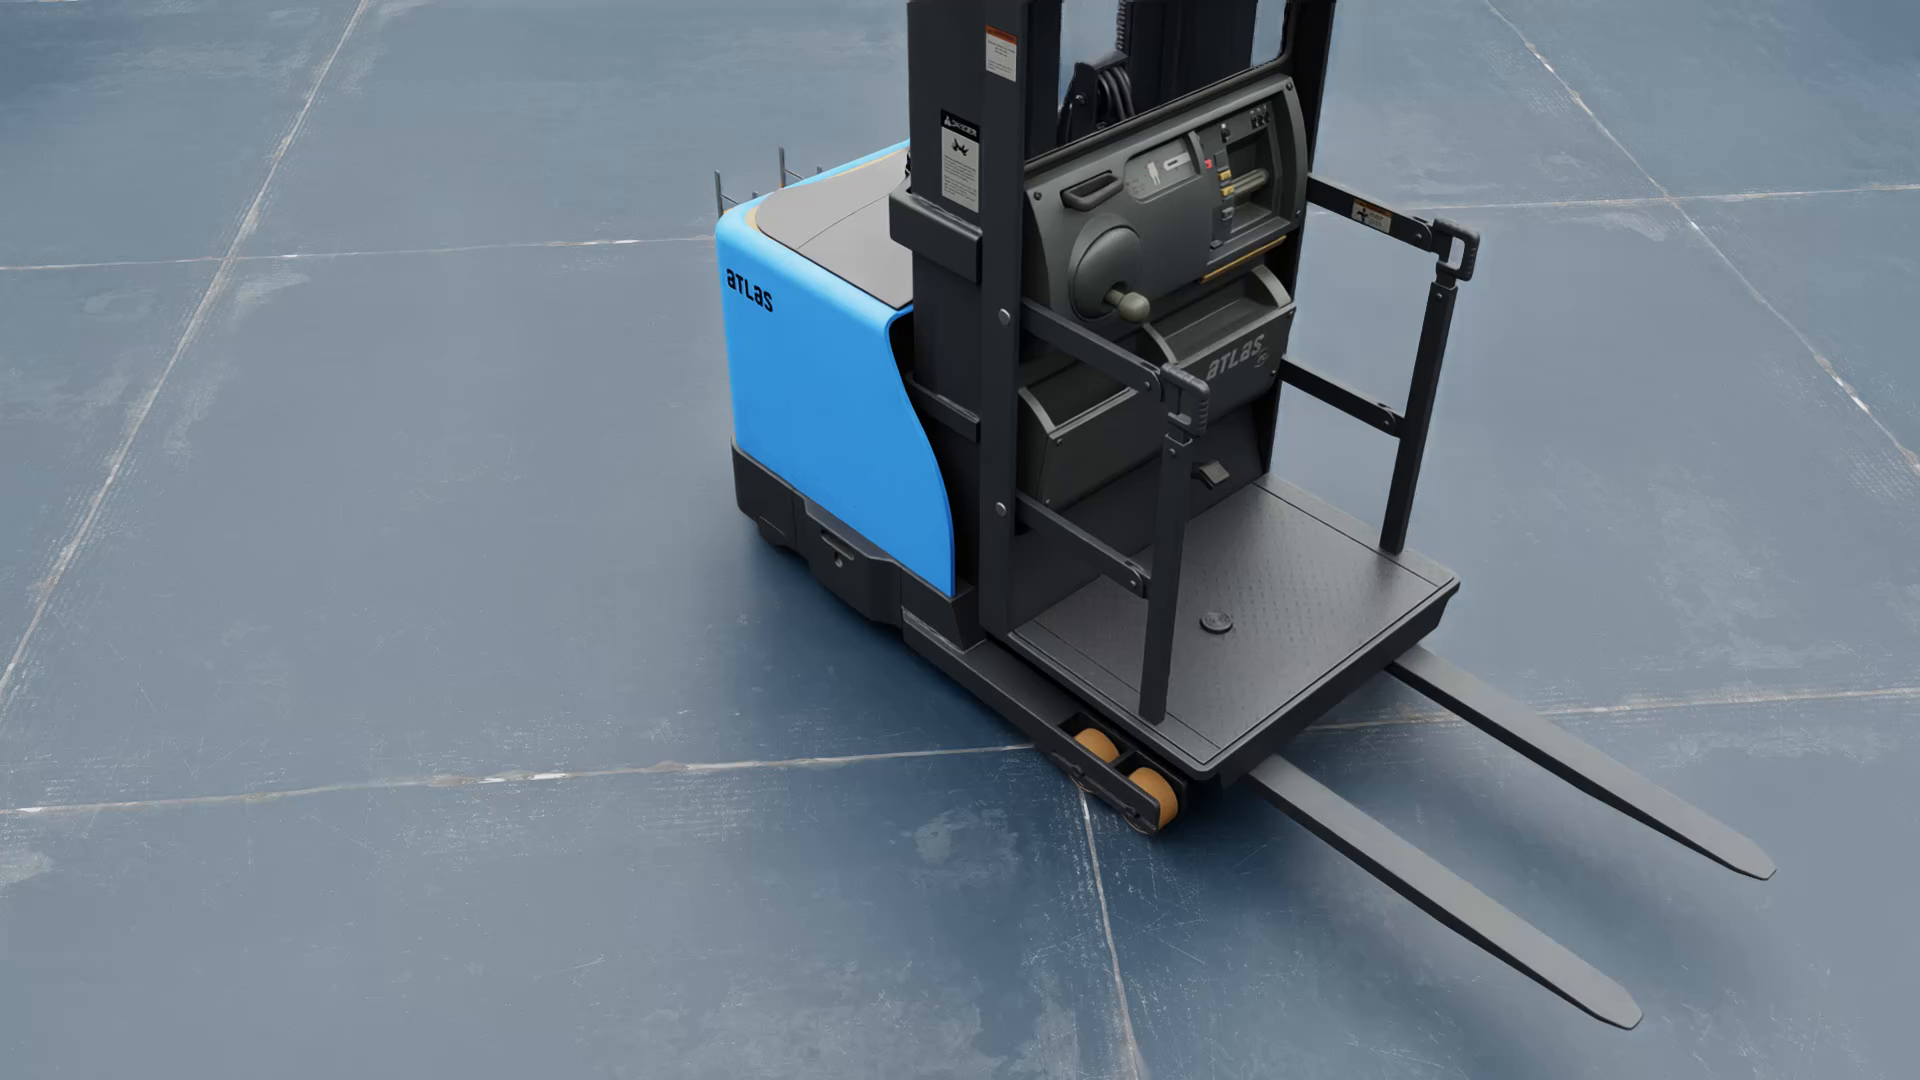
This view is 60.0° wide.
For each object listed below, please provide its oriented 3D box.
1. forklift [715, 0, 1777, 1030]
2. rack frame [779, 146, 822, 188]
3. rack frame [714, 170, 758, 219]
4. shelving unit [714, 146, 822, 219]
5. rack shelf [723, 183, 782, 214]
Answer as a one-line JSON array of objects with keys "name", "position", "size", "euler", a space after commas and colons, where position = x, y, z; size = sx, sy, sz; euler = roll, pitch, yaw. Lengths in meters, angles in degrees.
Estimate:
[{"name": "forklift", "position": [0.657, -0.756, 3.842], "size": [1.130, 2.935, 3.031], "euler": [-30, 47, -32]}, {"name": "rack frame", "position": [-0.483, -0.746, 5.348], "size": [0.008, 1.050, 0.200], "euler": [-30, 47, -33]}, {"name": "rack frame", "position": [-0.660, -0.642, 5.216], "size": [0.008, 1.050, 0.200], "euler": [-30, 47, -33]}, {"name": "shelving unit", "position": [-0.572, -0.694, 5.282], "size": [0.252, 1.050, 0.215], "euler": [-30, 47, -33]}, {"name": "rack shelf", "position": [-0.572, -0.908, 5.113], "size": [0.240, 0.259, 0.215], "euler": [-30, 47, -33]}]
